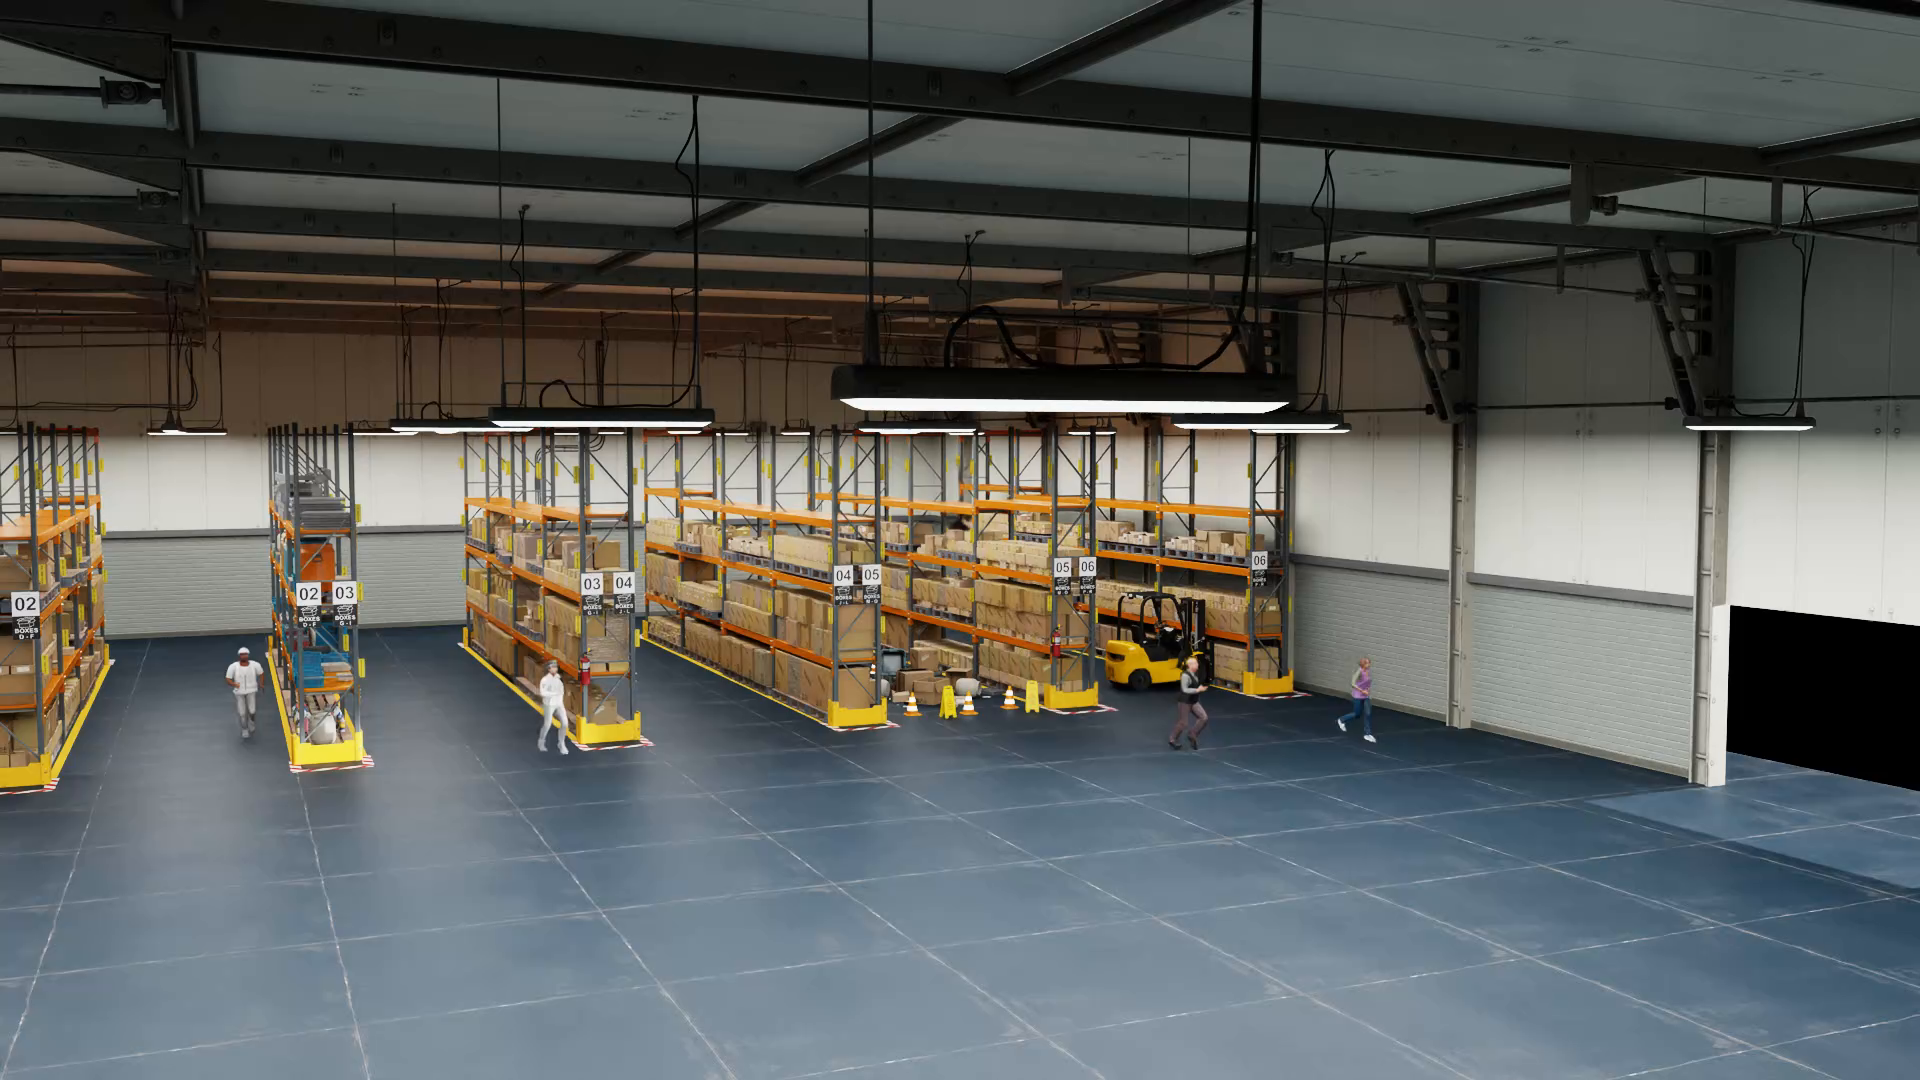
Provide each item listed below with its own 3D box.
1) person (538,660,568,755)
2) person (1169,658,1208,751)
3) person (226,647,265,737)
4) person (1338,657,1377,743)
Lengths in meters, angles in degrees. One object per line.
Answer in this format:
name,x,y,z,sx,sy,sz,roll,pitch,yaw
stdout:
person,-7.393,3.030,30.173,0.757,1.745,0.622,3,4,39
person,4.193,3.003,30.449,0.806,1.708,0.682,2,4,35
person,-13.644,2.916,31.771,0.692,1.722,0.582,-2,4,-25
person,7.598,3.007,31.602,0.566,1.589,0.836,-3,5,-44
